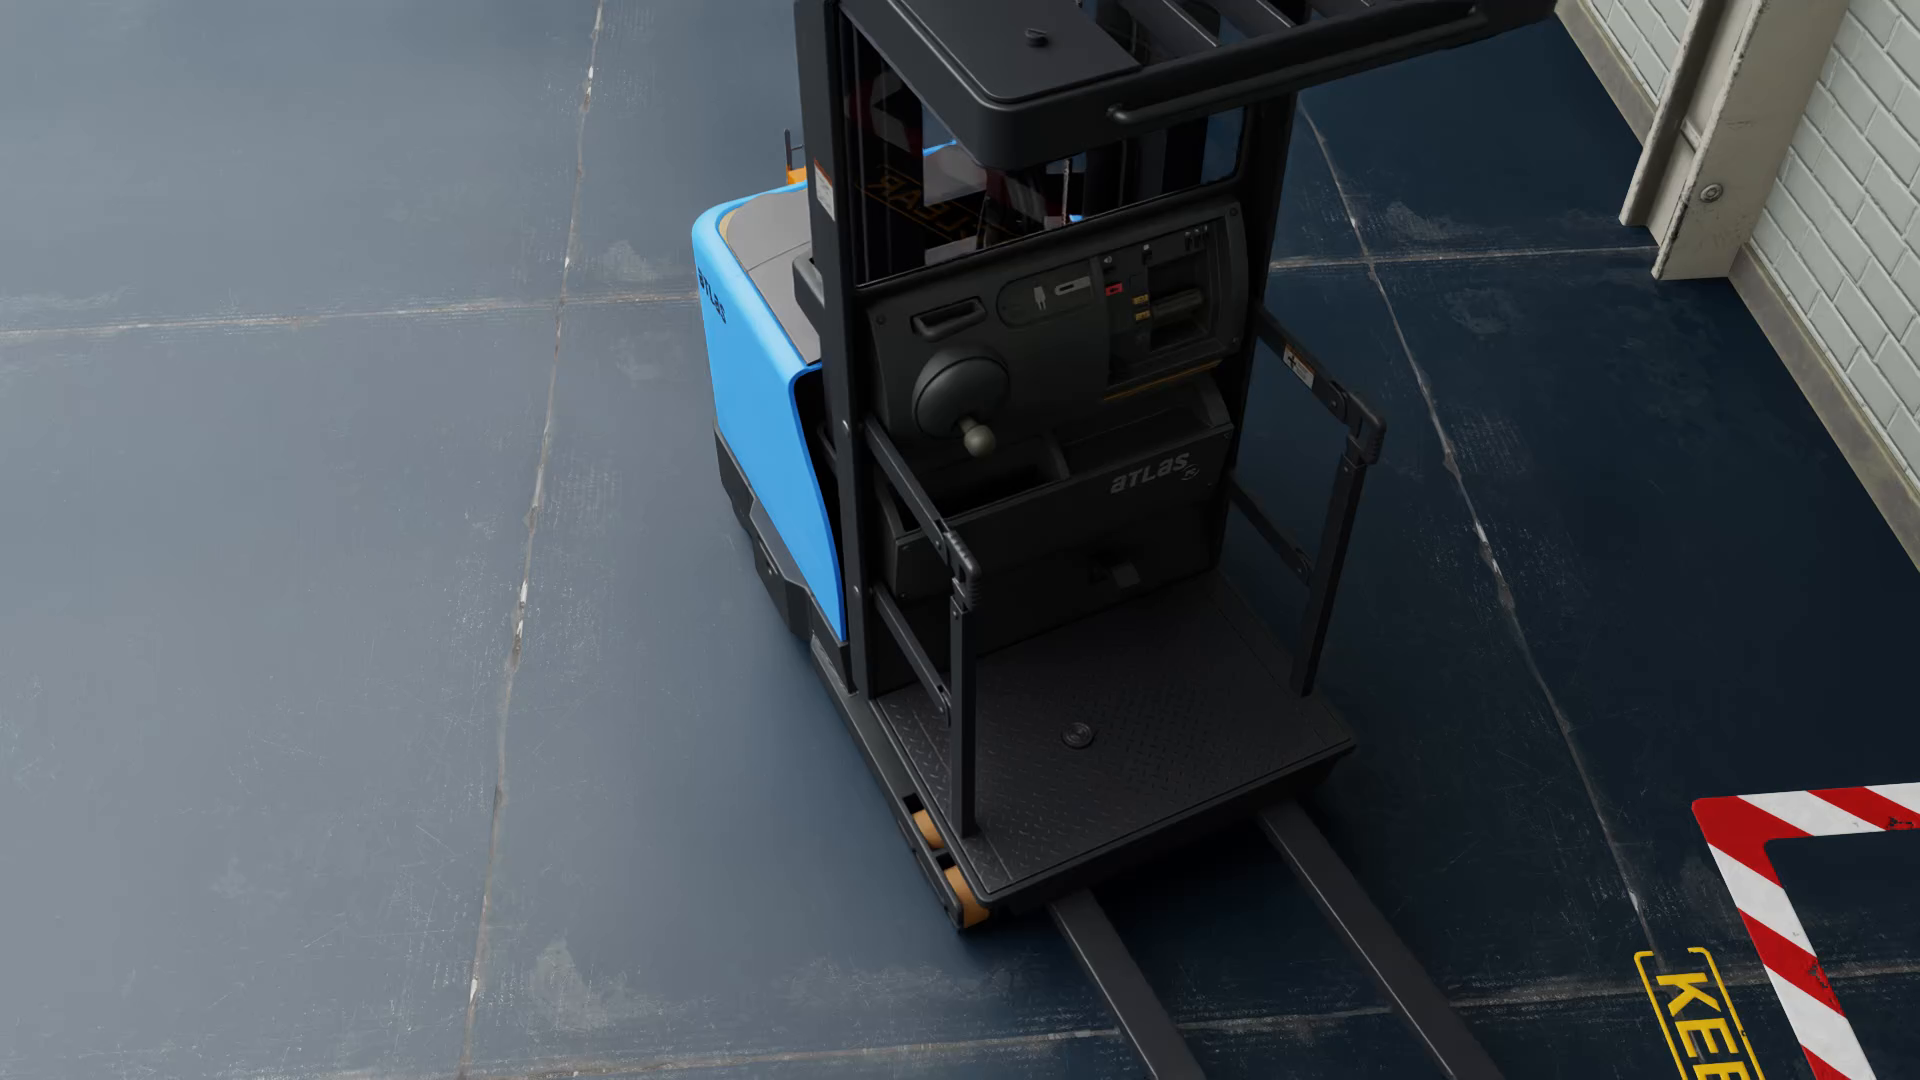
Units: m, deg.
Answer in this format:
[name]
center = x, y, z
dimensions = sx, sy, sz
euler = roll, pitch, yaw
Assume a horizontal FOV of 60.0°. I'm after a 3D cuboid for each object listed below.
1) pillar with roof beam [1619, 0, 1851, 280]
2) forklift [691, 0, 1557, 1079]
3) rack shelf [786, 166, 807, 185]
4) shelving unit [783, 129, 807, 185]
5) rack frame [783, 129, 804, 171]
[pillar with roof beam]
center = -1.573, -3.948, 2.792
dimensions = 9.100, 9.000, 0.400
euler = -3, 47, -3
[forklift]
center = 0.334, -0.382, 3.593
dimensions = 1.130, 2.935, 3.031
euler = -20, 50, -18
[rack shelf]
center = -0.382, -1.000, 5.098
dimensions = 0.215, 0.259, 0.240
euler = -20, 50, -18
[shelving unit]
center = -0.382, -0.812, 5.296
dimensions = 0.215, 1.050, 0.252
euler = -20, 50, -18
[rack frame]
center = -0.436, -0.892, 5.372
dimensions = 0.200, 1.050, 0.008
euler = -20, 50, -18
